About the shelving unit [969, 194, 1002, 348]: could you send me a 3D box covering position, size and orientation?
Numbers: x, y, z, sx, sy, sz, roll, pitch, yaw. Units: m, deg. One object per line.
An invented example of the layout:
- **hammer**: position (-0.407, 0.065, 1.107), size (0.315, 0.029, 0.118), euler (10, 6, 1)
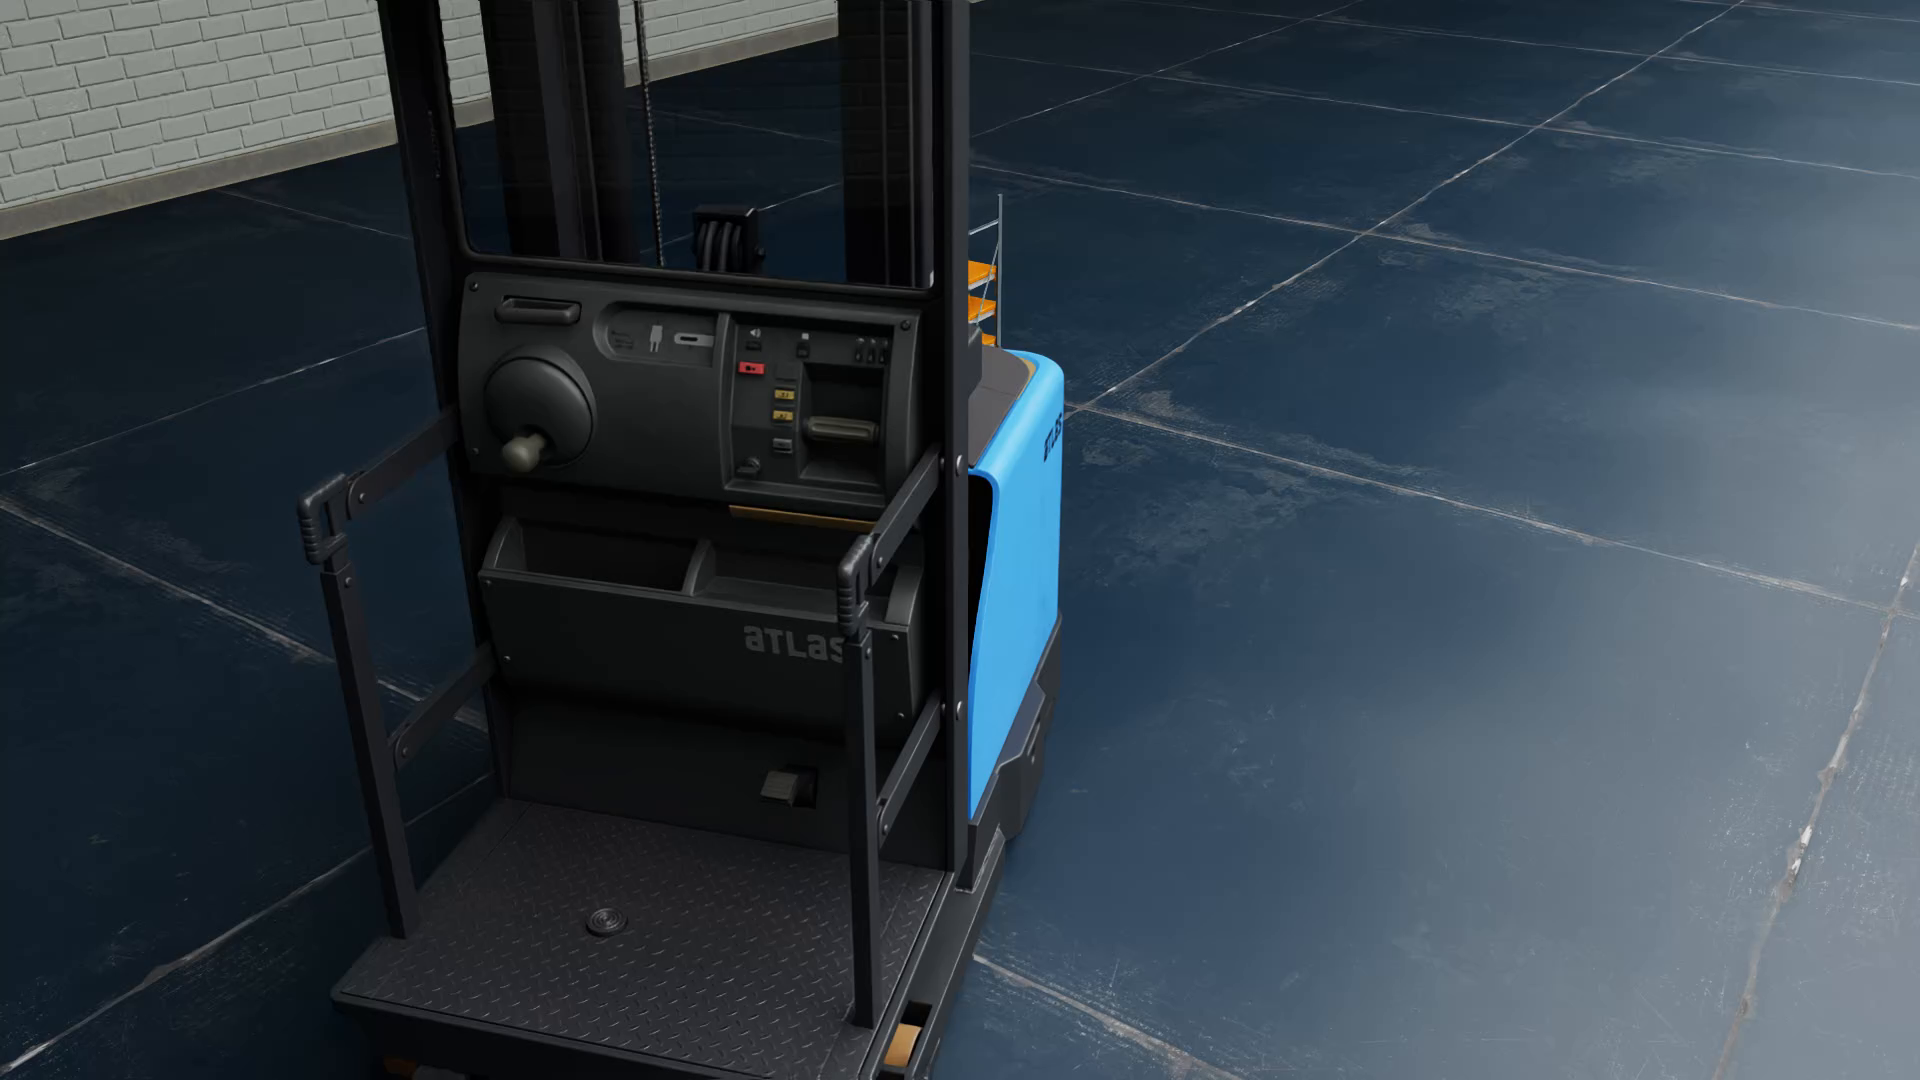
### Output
- **shelving unit**: position (-0.012, -0.538, 5.485), size (0.189, 1.200, 0.258), euler (17, 32, 30)

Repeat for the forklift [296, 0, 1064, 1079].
- **forklift**: position (-0.584, -0.248, 3.006), size (1.130, 2.935, 3.031), euler (7, 28, 13)

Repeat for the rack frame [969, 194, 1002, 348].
- **rack frame**: position (0.063, -0.515, 5.439), size (0.006, 1.200, 0.240), euler (17, 32, 30)

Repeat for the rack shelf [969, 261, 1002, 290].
- **rack shelf**: position (-0.012, -0.820, 5.342), size (0.180, 0.103, 0.258), euler (17, 32, 30)

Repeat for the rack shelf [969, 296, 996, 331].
- **rack shelf**: position (-0.012, -0.713, 5.396), size (0.180, 0.103, 0.258), euler (17, 32, 30)

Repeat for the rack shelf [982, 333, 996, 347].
- **rack shelf**: position (-0.012, -0.606, 5.451), size (0.180, 0.103, 0.258), euler (17, 32, 30)
